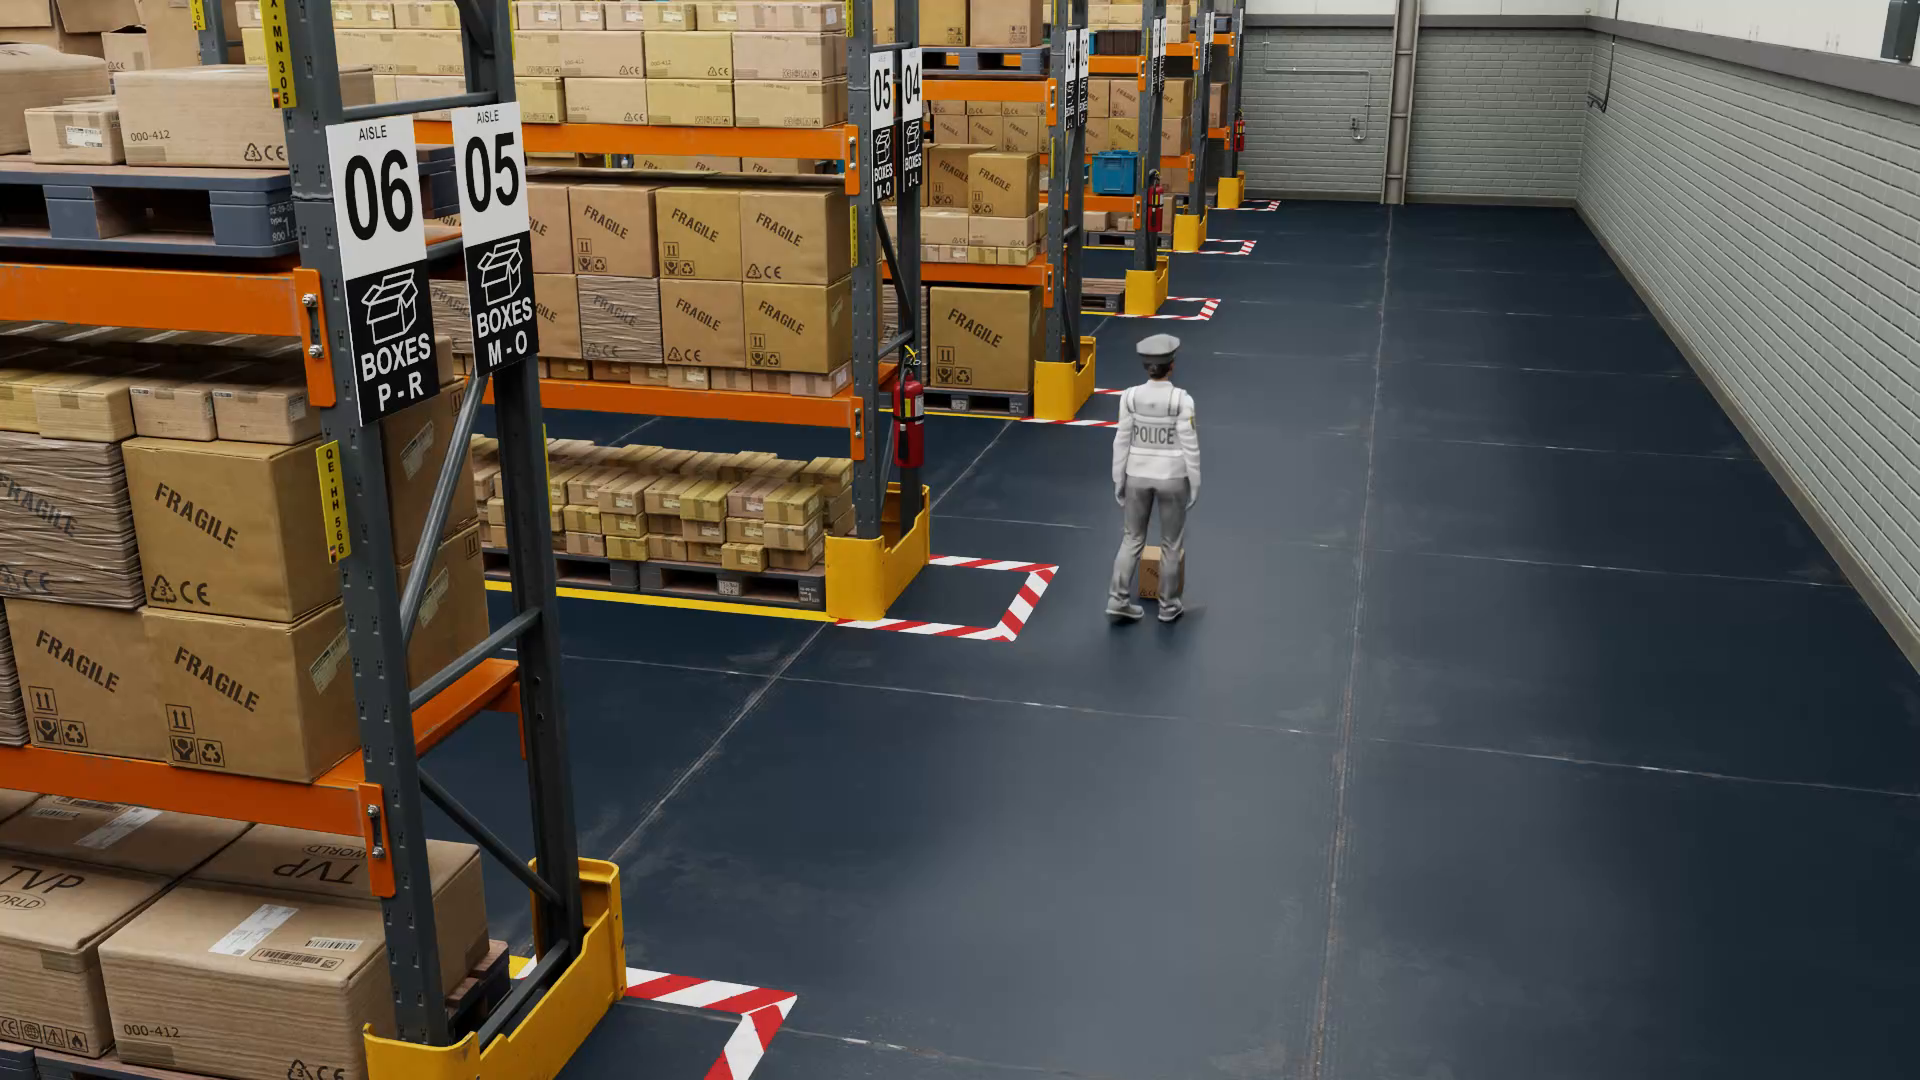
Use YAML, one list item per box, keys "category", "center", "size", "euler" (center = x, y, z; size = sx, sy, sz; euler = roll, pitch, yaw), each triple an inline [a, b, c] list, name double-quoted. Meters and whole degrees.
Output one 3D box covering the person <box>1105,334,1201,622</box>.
- category: "person"
  center: [1.133, -0.338, 9.525]
  size: [0.503, 1.675, 0.453]
  euler: [7, 20, 20]
